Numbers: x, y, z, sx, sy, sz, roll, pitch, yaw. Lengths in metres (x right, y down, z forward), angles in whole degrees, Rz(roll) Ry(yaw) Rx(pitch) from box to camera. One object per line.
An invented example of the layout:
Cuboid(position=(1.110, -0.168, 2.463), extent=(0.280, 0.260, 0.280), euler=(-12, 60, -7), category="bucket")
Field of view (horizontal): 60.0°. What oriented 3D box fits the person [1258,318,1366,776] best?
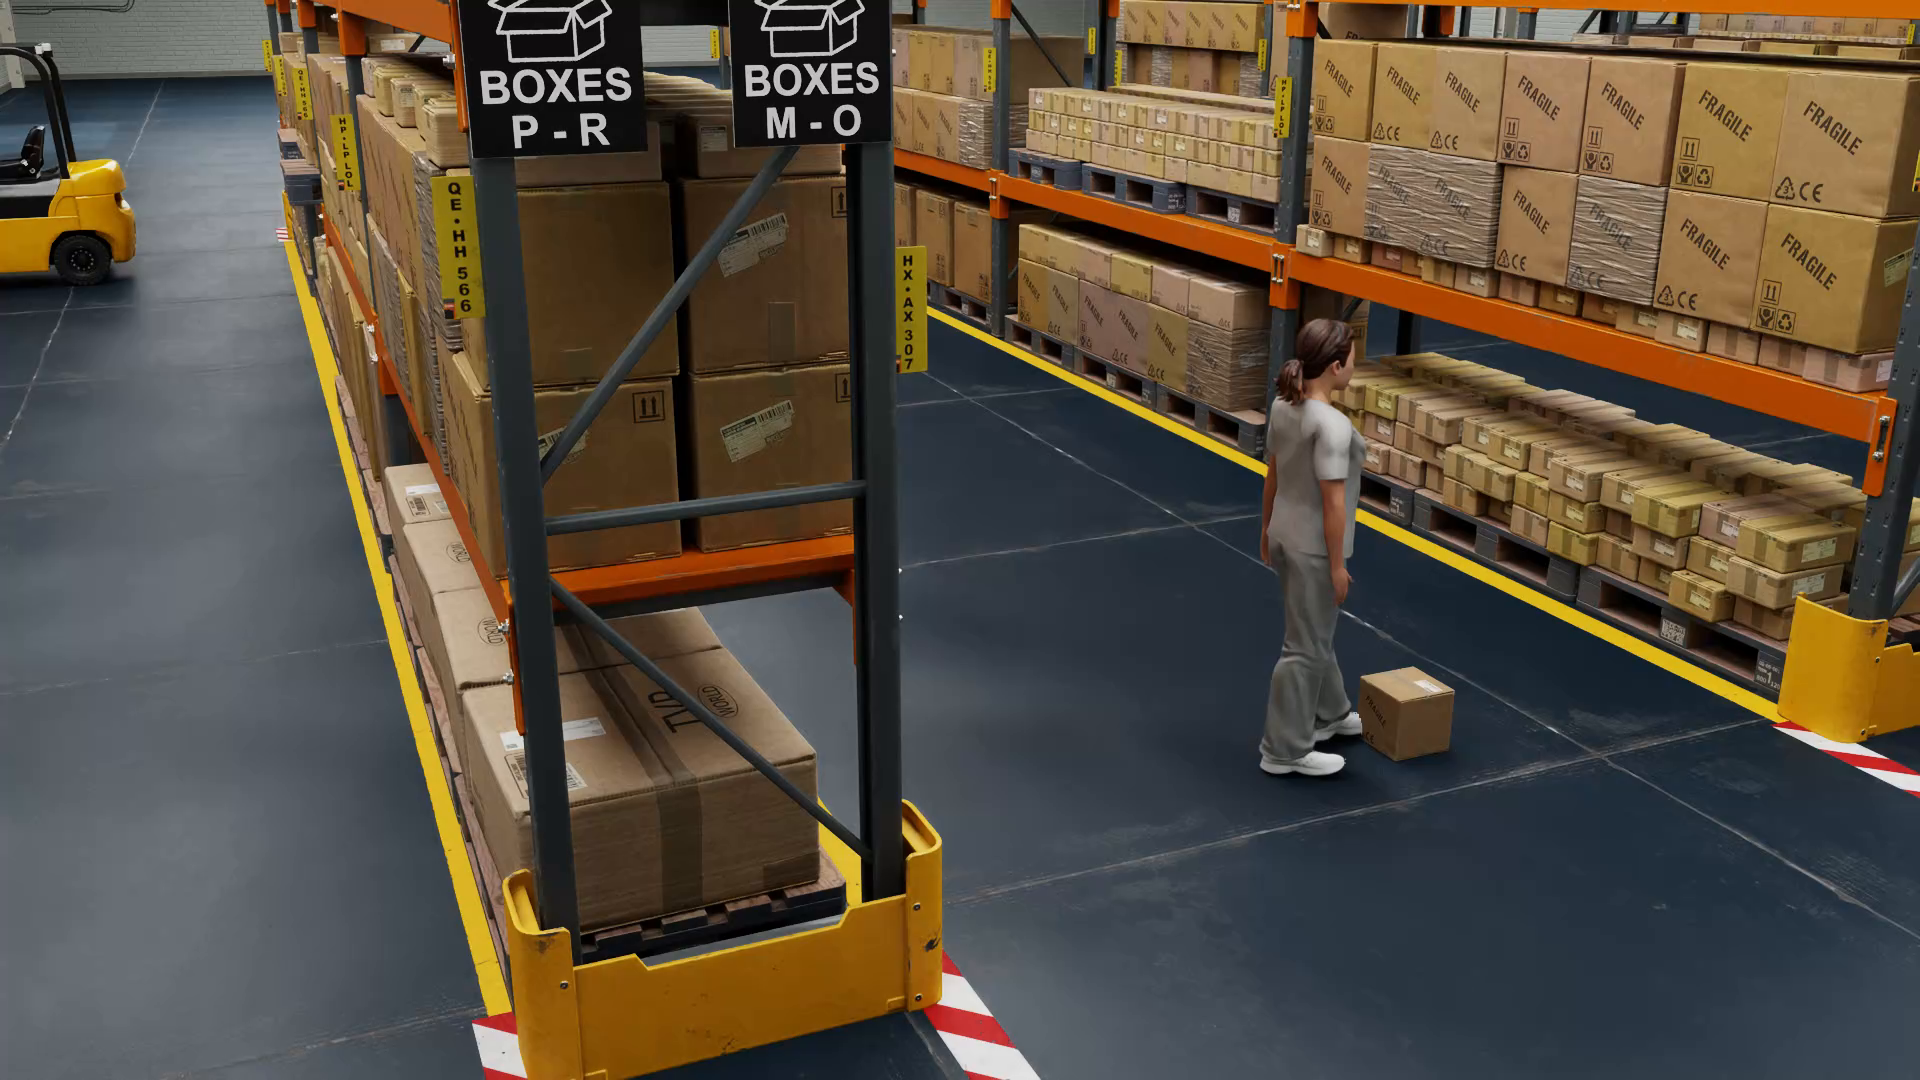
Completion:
Cuboid(position=(1.357, 0.022, 5.962), extent=(0.608, 1.674, 0.499), euler=(-6, 20, -17), category="person")
